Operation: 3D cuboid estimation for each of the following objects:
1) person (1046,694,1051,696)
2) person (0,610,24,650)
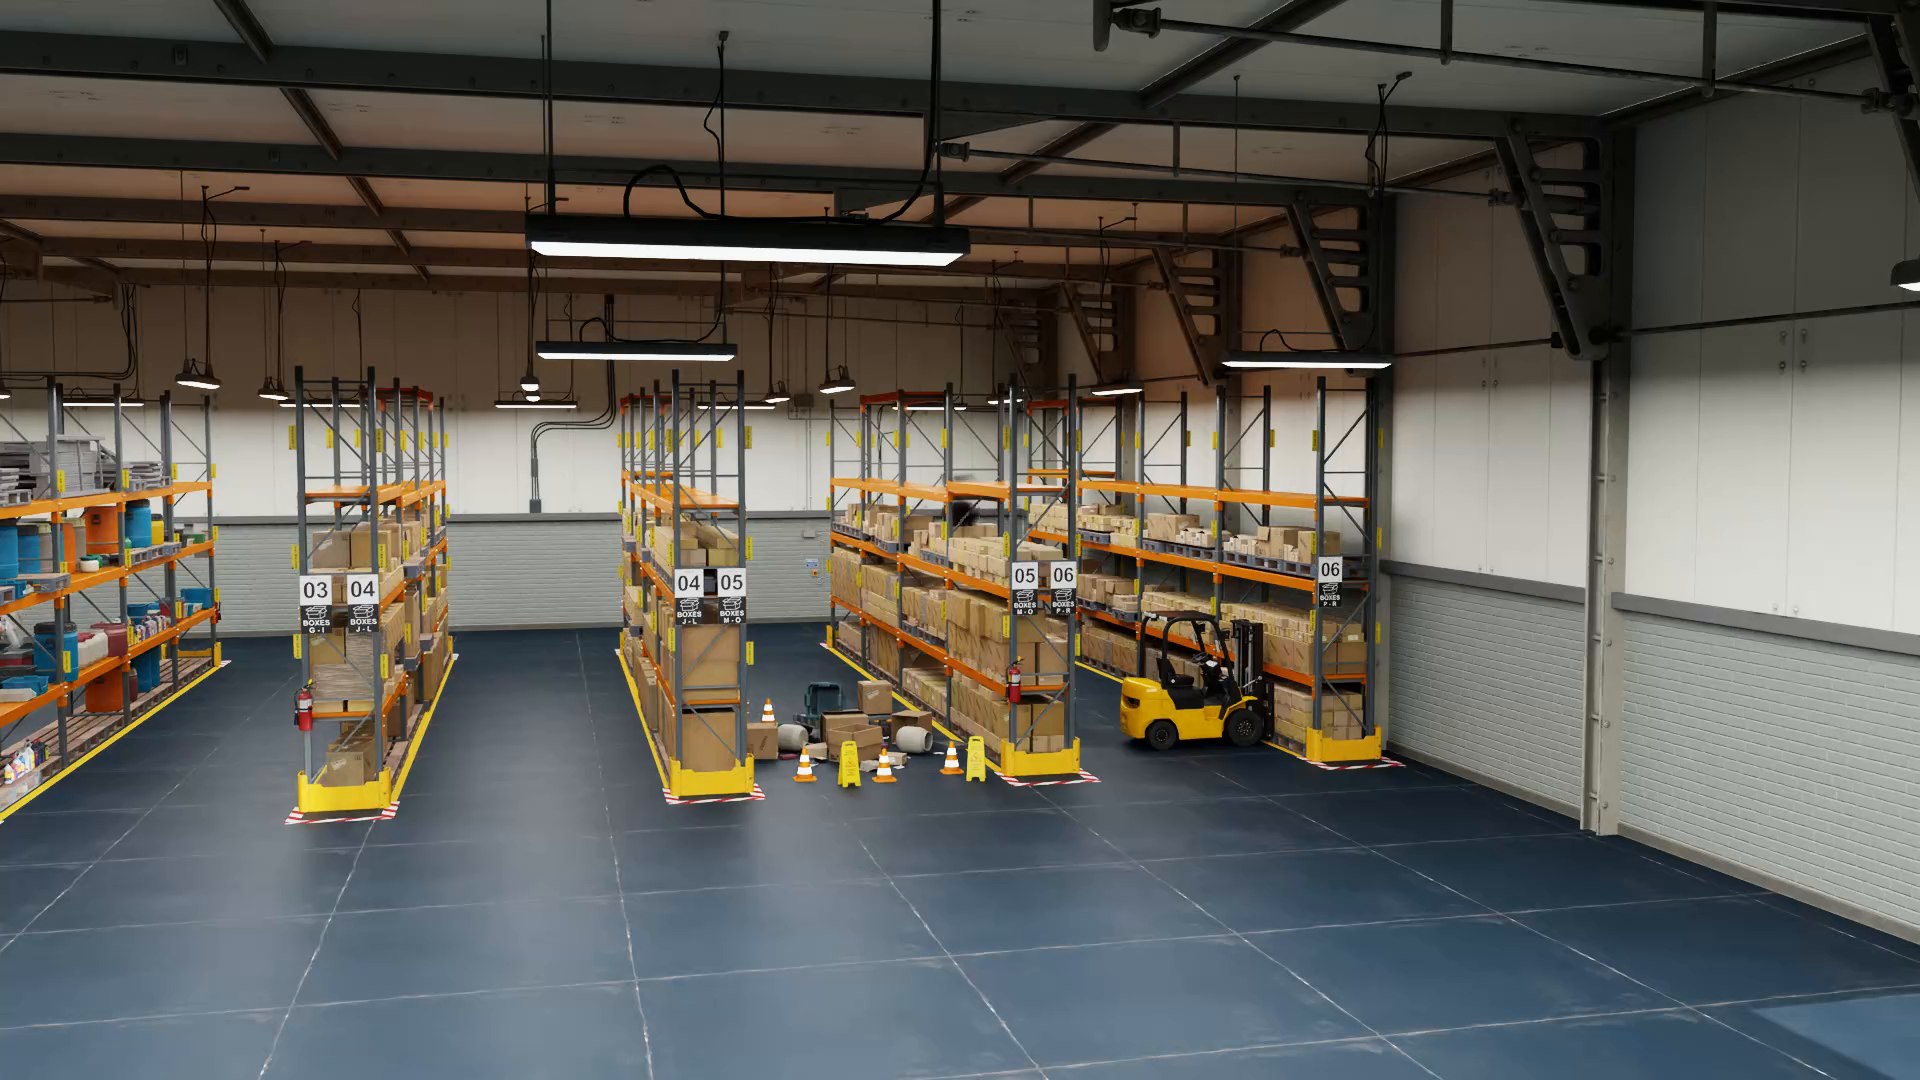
[{"bbox_3d":[1.543,2.362,31.355,0.687,1.547,0.817,-1,4,-18],"label":"person"},{"bbox_3d":[-21.248,1.988,37.126,0.731,1.609,0.660,2,4,26],"label":"person"}]
